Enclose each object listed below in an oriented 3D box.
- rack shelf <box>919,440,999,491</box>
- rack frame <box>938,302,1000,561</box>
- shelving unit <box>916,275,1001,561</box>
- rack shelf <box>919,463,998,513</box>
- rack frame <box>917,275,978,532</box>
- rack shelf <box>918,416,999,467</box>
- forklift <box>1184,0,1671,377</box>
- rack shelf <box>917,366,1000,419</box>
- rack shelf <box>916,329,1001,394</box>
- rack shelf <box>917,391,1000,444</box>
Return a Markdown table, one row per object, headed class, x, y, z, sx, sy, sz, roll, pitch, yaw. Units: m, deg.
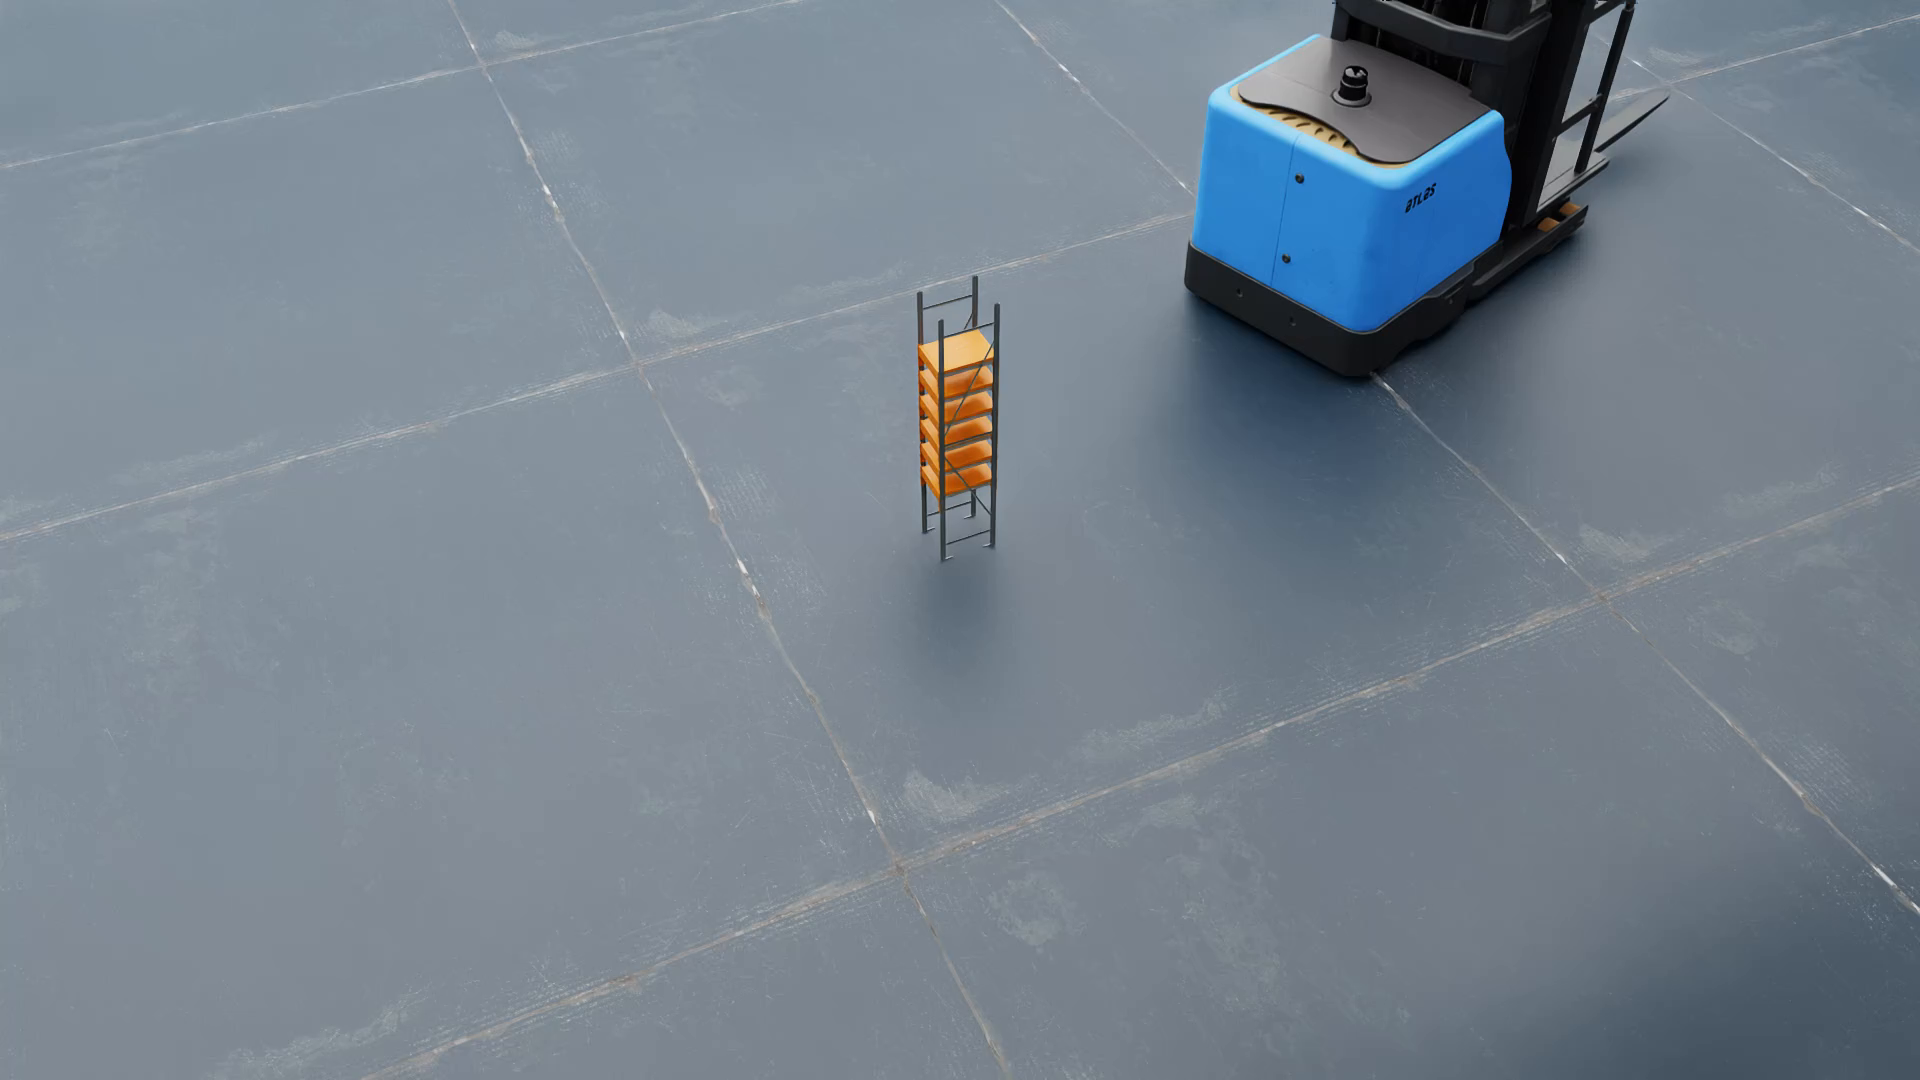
| class | x | y | z | sx | sy | sz | roll | pitch | yaw |
| --- | --- | --- | --- | --- | --- | --- | --- | --- | --- |
| rack shelf | -0.006 | -0.319 | 6.453 | 0.258 | 0.103 | 0.180 | -18 | 47 | -17 |
| rack frame | 0.032 | -0.378 | 6.279 | 0.240 | 1.200 | 0.006 | -18 | 47 | -17 |
| shelving unit | -0.006 | -0.436 | 6.338 | 0.258 | 1.200 | 0.189 | -18 | 47 | -17 |
| rack shelf | -0.006 | -0.234 | 6.538 | 0.258 | 0.103 | 0.180 | -18 | 47 | -17 |
| rack frame | -0.045 | -0.495 | 6.397 | 0.240 | 1.200 | 0.006 | -18 | 47 | -17 |
| rack shelf | -0.006 | -0.405 | 6.369 | 0.258 | 0.103 | 0.180 | -18 | 47 | -17 |
| forklift | 2.467 | -2.692 | 7.392 | 3.031 | 2.935 | 1.130 | -34 | 54 | -30 |
| rack shelf | -0.006 | -0.576 | 6.201 | 0.258 | 0.103 | 0.180 | -18 | 47 | -17 |
| rack shelf | -0.006 | -0.661 | 6.116 | 0.258 | 0.103 | 0.180 | -18 | 47 | -17 |
| rack shelf | -0.006 | -0.490 | 6.285 | 0.258 | 0.103 | 0.180 | -18 | 47 | -17 |
